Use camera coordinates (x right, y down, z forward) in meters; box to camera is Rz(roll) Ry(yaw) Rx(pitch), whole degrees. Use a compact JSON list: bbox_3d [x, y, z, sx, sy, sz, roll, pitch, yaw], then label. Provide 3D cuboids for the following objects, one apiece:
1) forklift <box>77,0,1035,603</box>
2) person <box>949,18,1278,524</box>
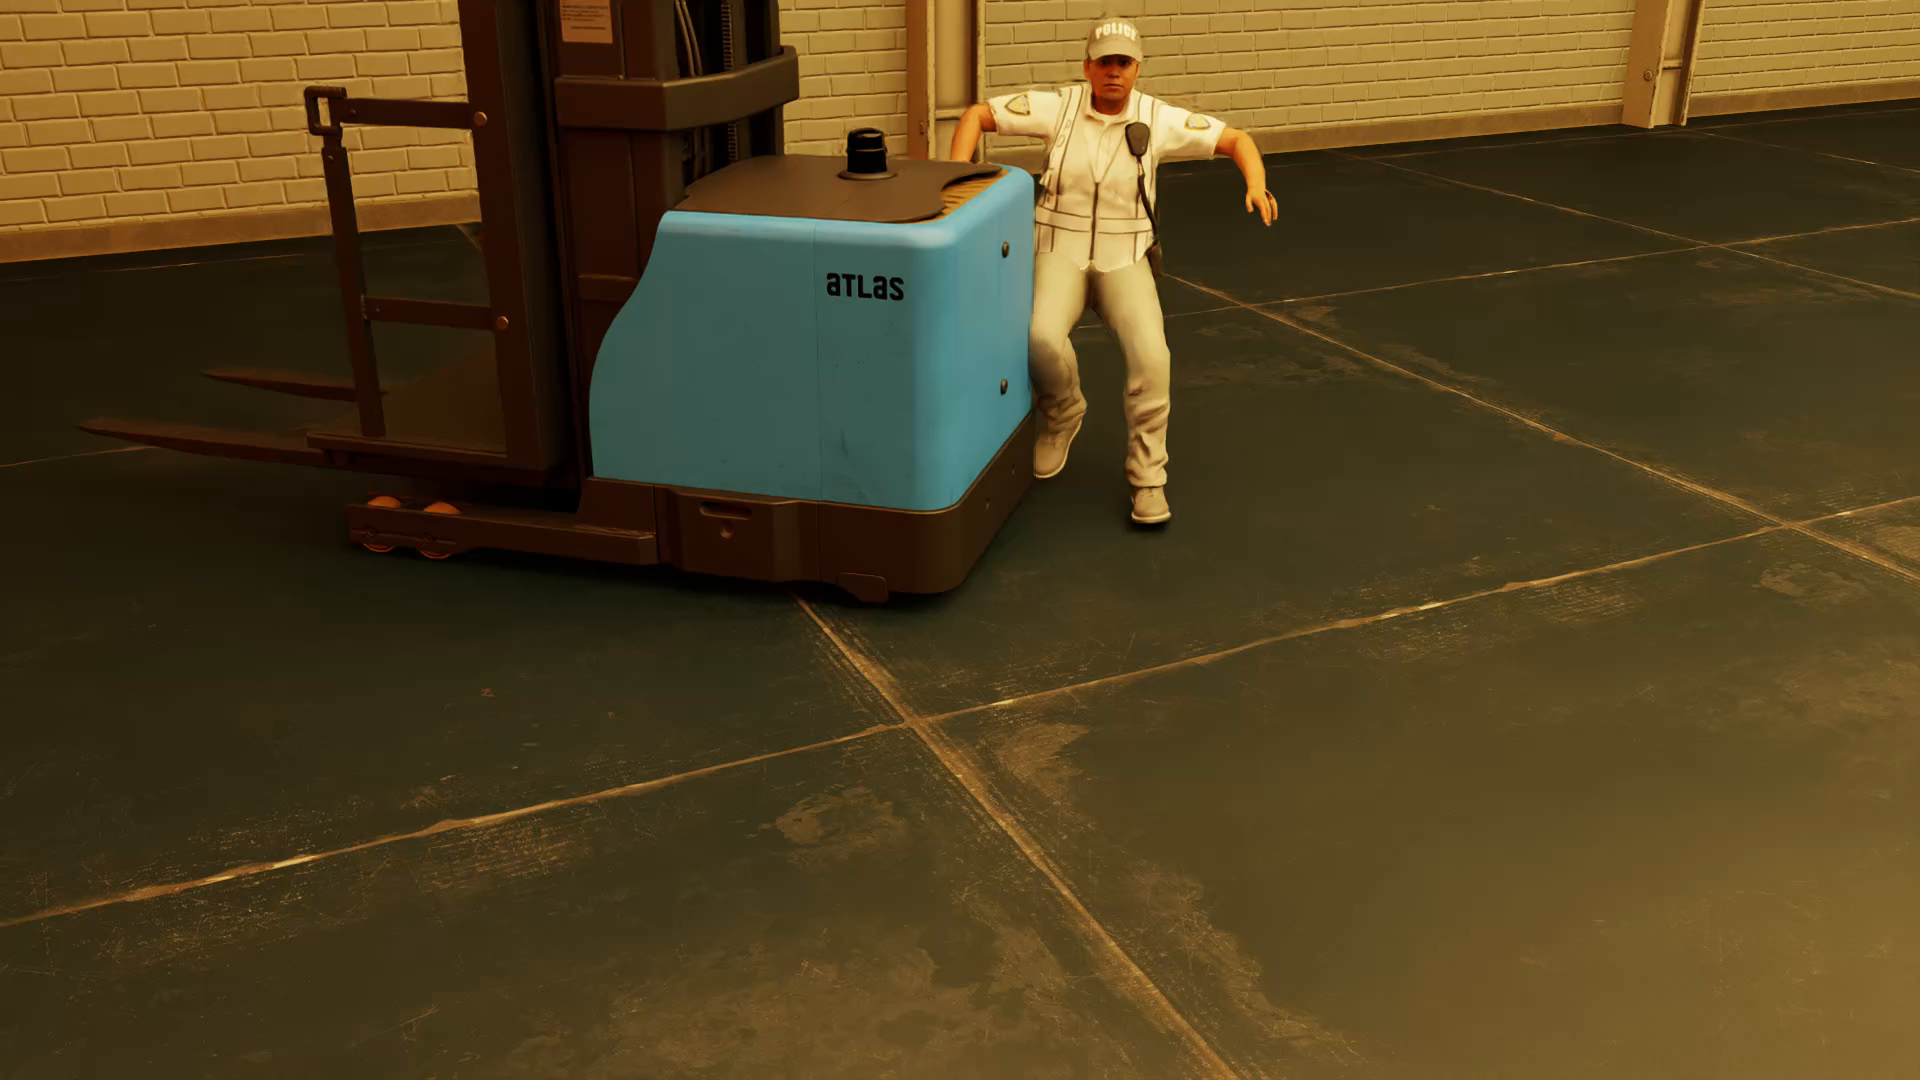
[{"bbox_3d":[-1.336,-1.482,4.854,3.031,2.935,1.130,6,23,15],"label":"forklift"},{"bbox_3d":[0.449,-0.860,5.246,1.039,1.473,0.809,1,23,3],"label":"person"}]
